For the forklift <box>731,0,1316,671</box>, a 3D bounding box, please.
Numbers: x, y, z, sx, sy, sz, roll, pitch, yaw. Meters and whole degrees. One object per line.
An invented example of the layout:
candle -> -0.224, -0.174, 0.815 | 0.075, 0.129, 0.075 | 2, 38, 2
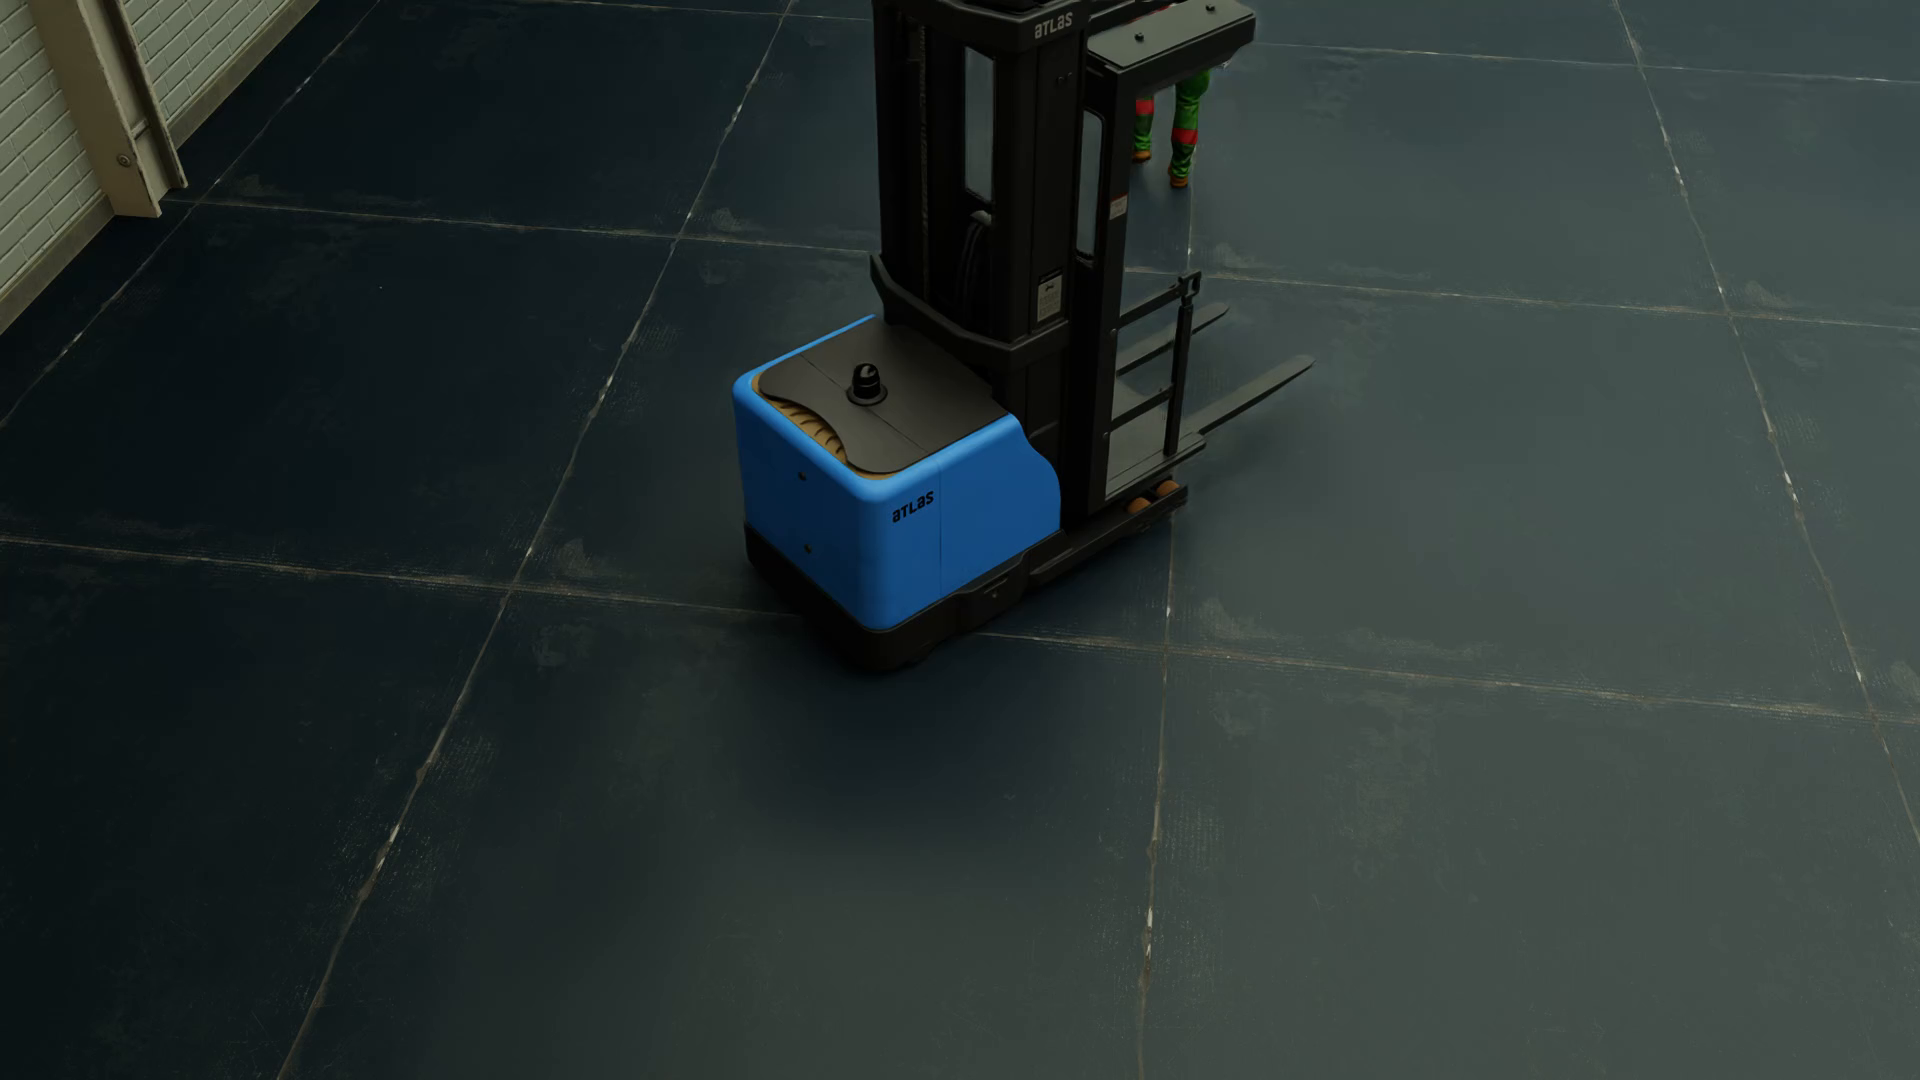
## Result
forklift -> 0.465, -1.361, 7.206 | 3.031, 2.935, 1.130 | -30, 50, -28

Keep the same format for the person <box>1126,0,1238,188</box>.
person -> 1.281, -2.968, 9.827 | 0.673, 1.781, 0.475 | -1, 43, -1
